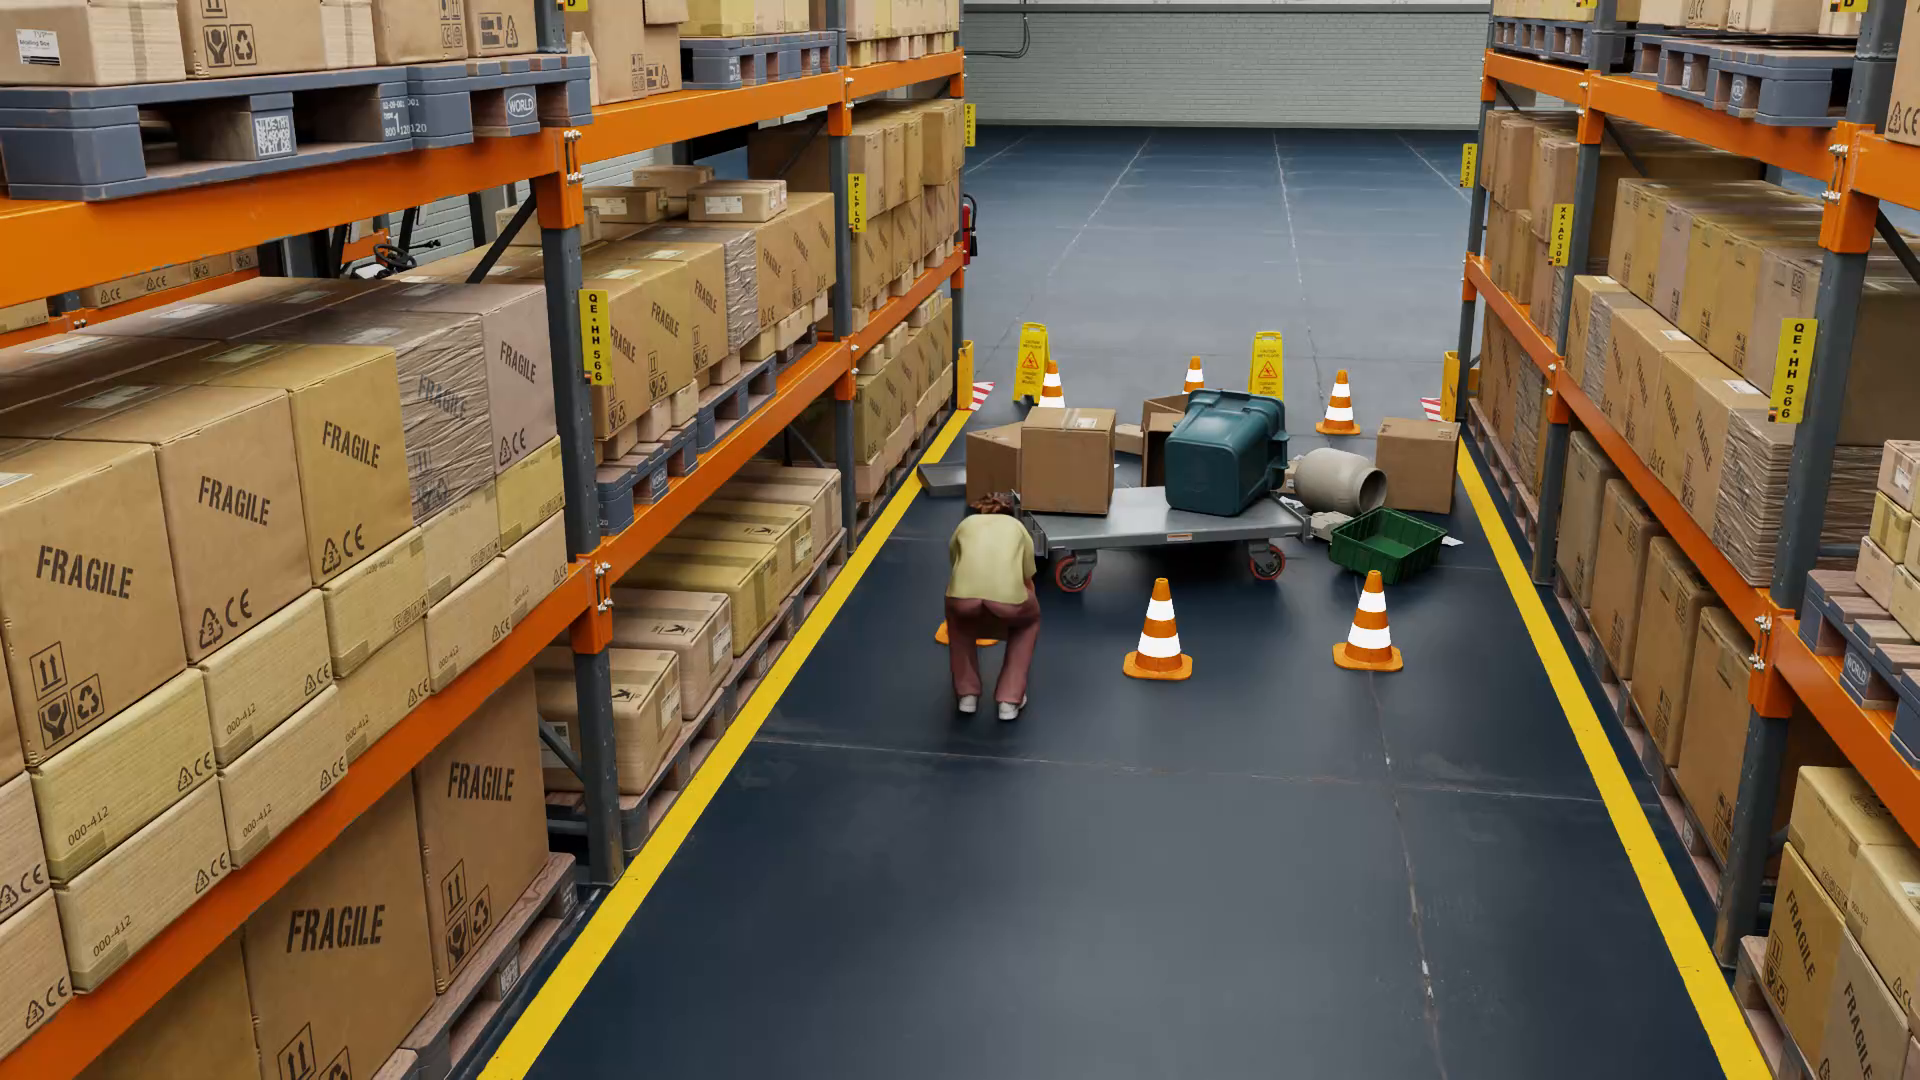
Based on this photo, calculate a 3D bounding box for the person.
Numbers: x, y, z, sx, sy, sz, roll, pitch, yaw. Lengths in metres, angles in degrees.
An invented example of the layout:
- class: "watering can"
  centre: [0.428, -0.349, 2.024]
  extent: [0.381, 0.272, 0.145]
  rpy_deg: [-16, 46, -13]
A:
- class: "person"
  centre: [0.150, 0.297, 7.828]
  extent: [0.465, 0.945, 0.860]
  rpy_deg: [2, 18, 6]
